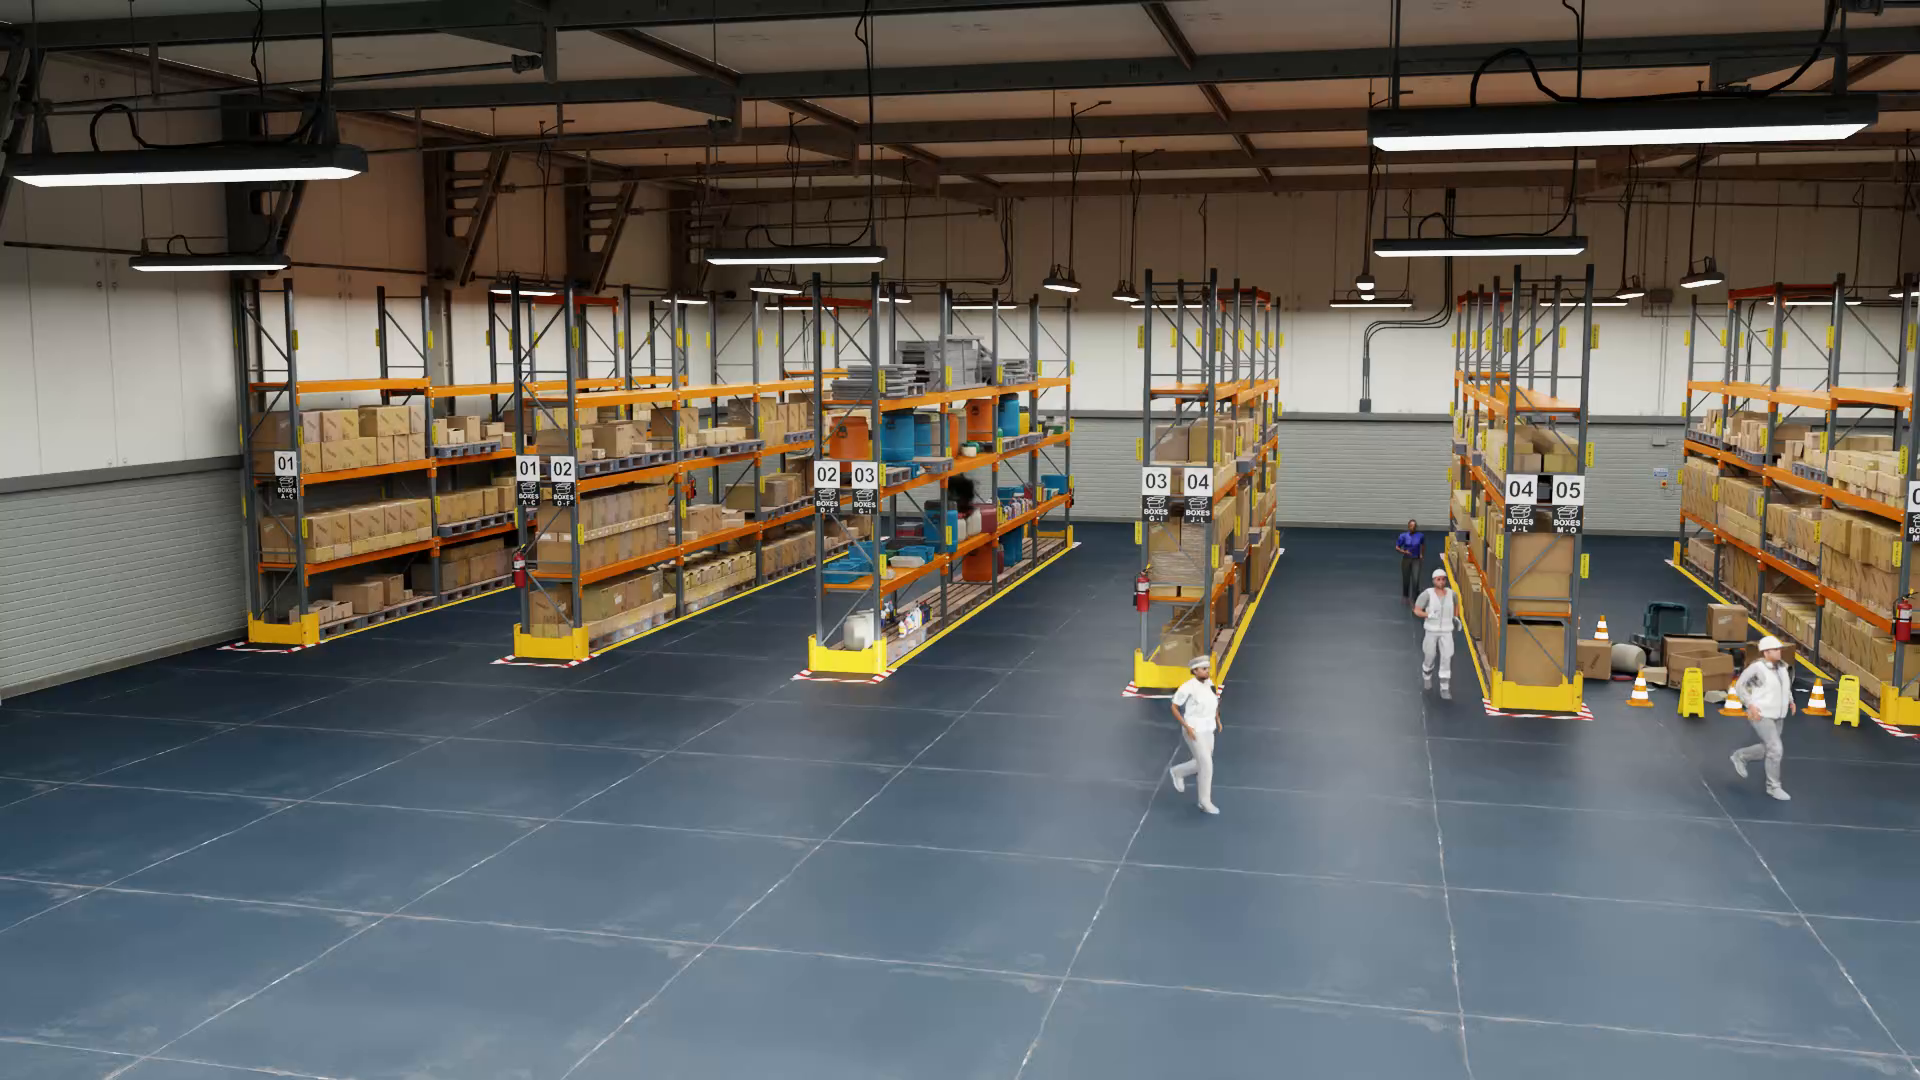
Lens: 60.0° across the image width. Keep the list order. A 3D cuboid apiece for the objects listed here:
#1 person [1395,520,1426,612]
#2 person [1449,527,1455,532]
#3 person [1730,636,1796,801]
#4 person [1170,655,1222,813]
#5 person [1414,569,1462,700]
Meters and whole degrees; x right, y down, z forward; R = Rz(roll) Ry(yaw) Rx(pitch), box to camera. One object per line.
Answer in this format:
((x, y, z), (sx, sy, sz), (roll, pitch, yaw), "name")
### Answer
((8.431, 0.456, 31.139), (0.567, 1.692, 0.837), (1, 7, 10), "person")
((11.908, -0.505, 39.188), (0.789, 1.709, 0.573), (1, 7, 6), "person")
((8.924, 1.935, 18.478), (0.673, 1.771, 0.849), (-3, 8, -26), "person")
((2.530, 2.052, 17.902), (0.597, 1.679, 0.740), (-6, 9, -41), "person")
((6.702, 1.283, 23.332), (0.665, 1.770, 0.928), (1, 7, 5), "person")
